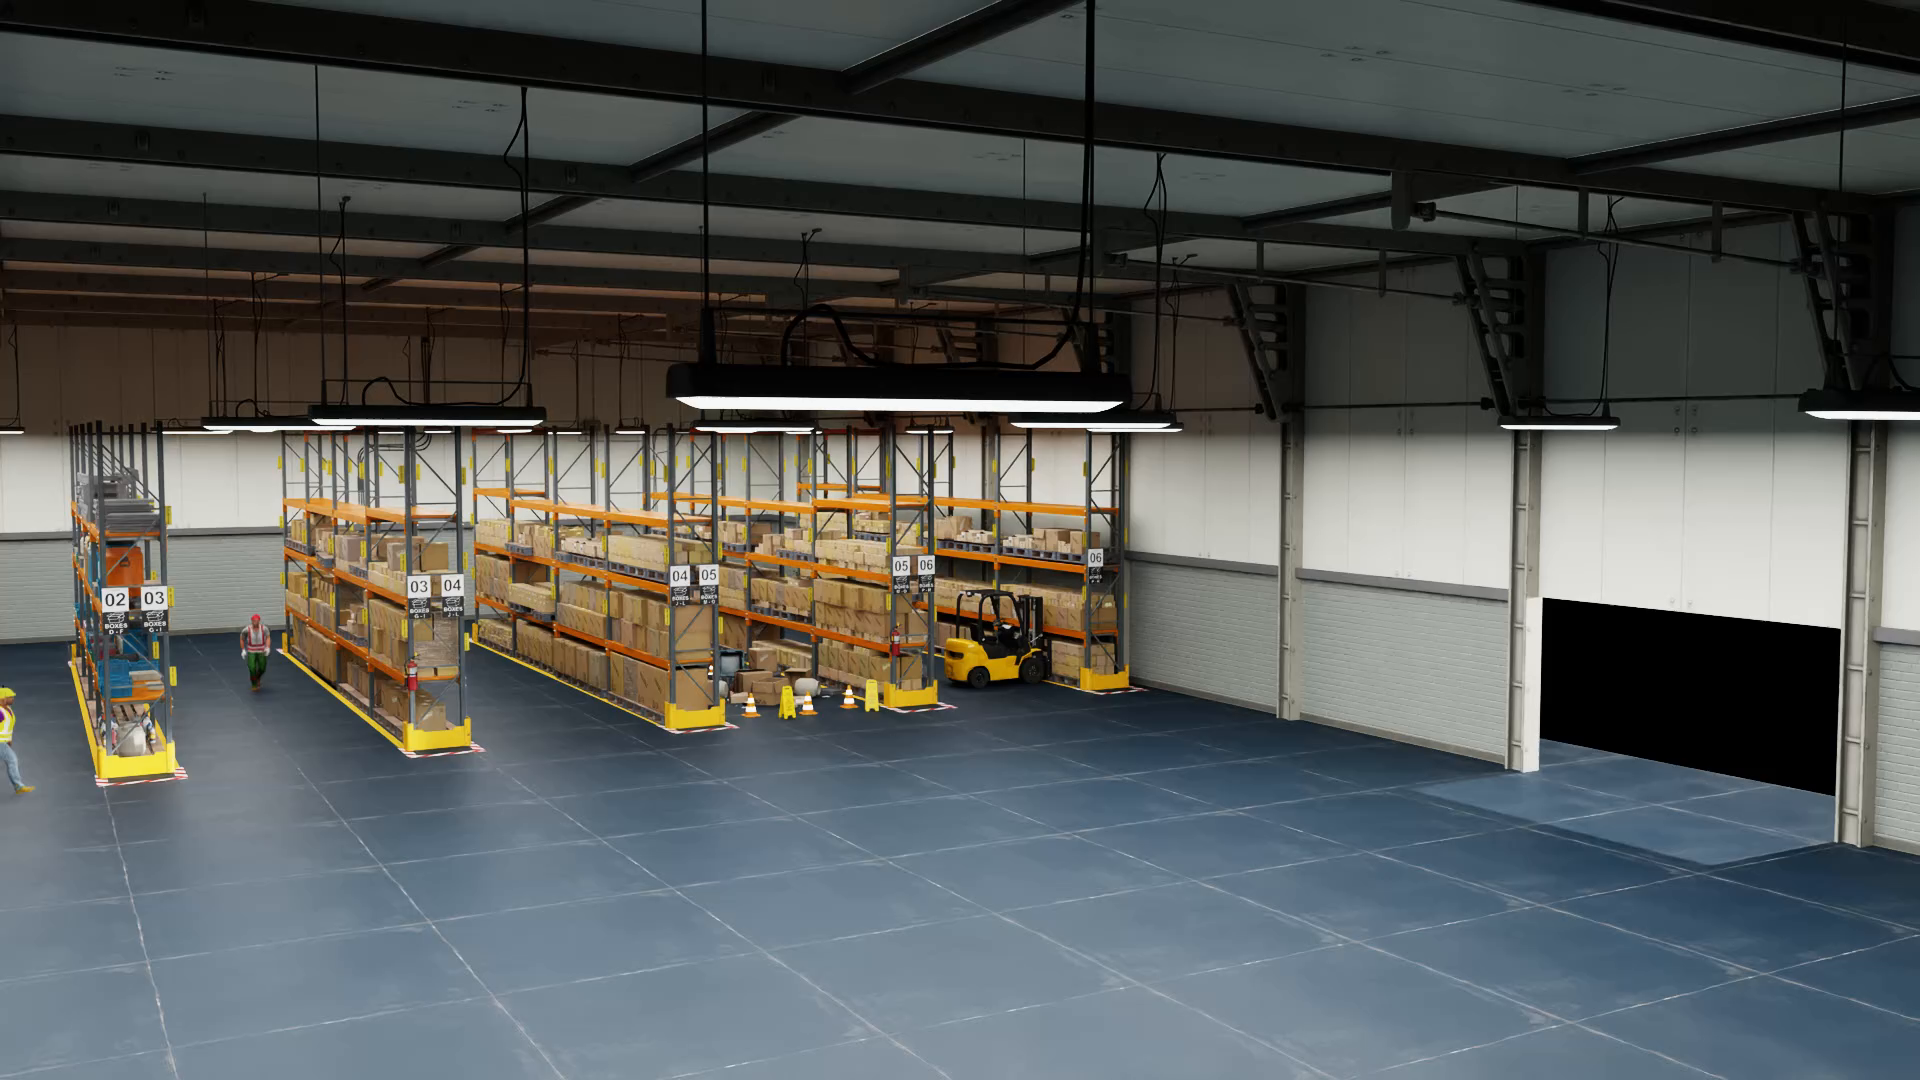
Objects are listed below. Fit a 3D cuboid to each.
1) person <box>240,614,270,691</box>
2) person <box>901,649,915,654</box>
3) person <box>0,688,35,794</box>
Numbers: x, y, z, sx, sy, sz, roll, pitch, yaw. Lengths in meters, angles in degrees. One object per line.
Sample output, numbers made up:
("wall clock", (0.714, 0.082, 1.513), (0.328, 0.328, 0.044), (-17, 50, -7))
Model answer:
("person", (-15.963, 2.532, 37.656), (0.631, 1.750, 0.673), (-2, 4, -29))
("person", (-1.193, 2.351, 40.047), (0.618, 1.462, 0.716), (-2, 4, -28))
("person", (-15.422, 3.224, 26.676), (1.116, 1.711, 0.587), (-1, 4, -11))
